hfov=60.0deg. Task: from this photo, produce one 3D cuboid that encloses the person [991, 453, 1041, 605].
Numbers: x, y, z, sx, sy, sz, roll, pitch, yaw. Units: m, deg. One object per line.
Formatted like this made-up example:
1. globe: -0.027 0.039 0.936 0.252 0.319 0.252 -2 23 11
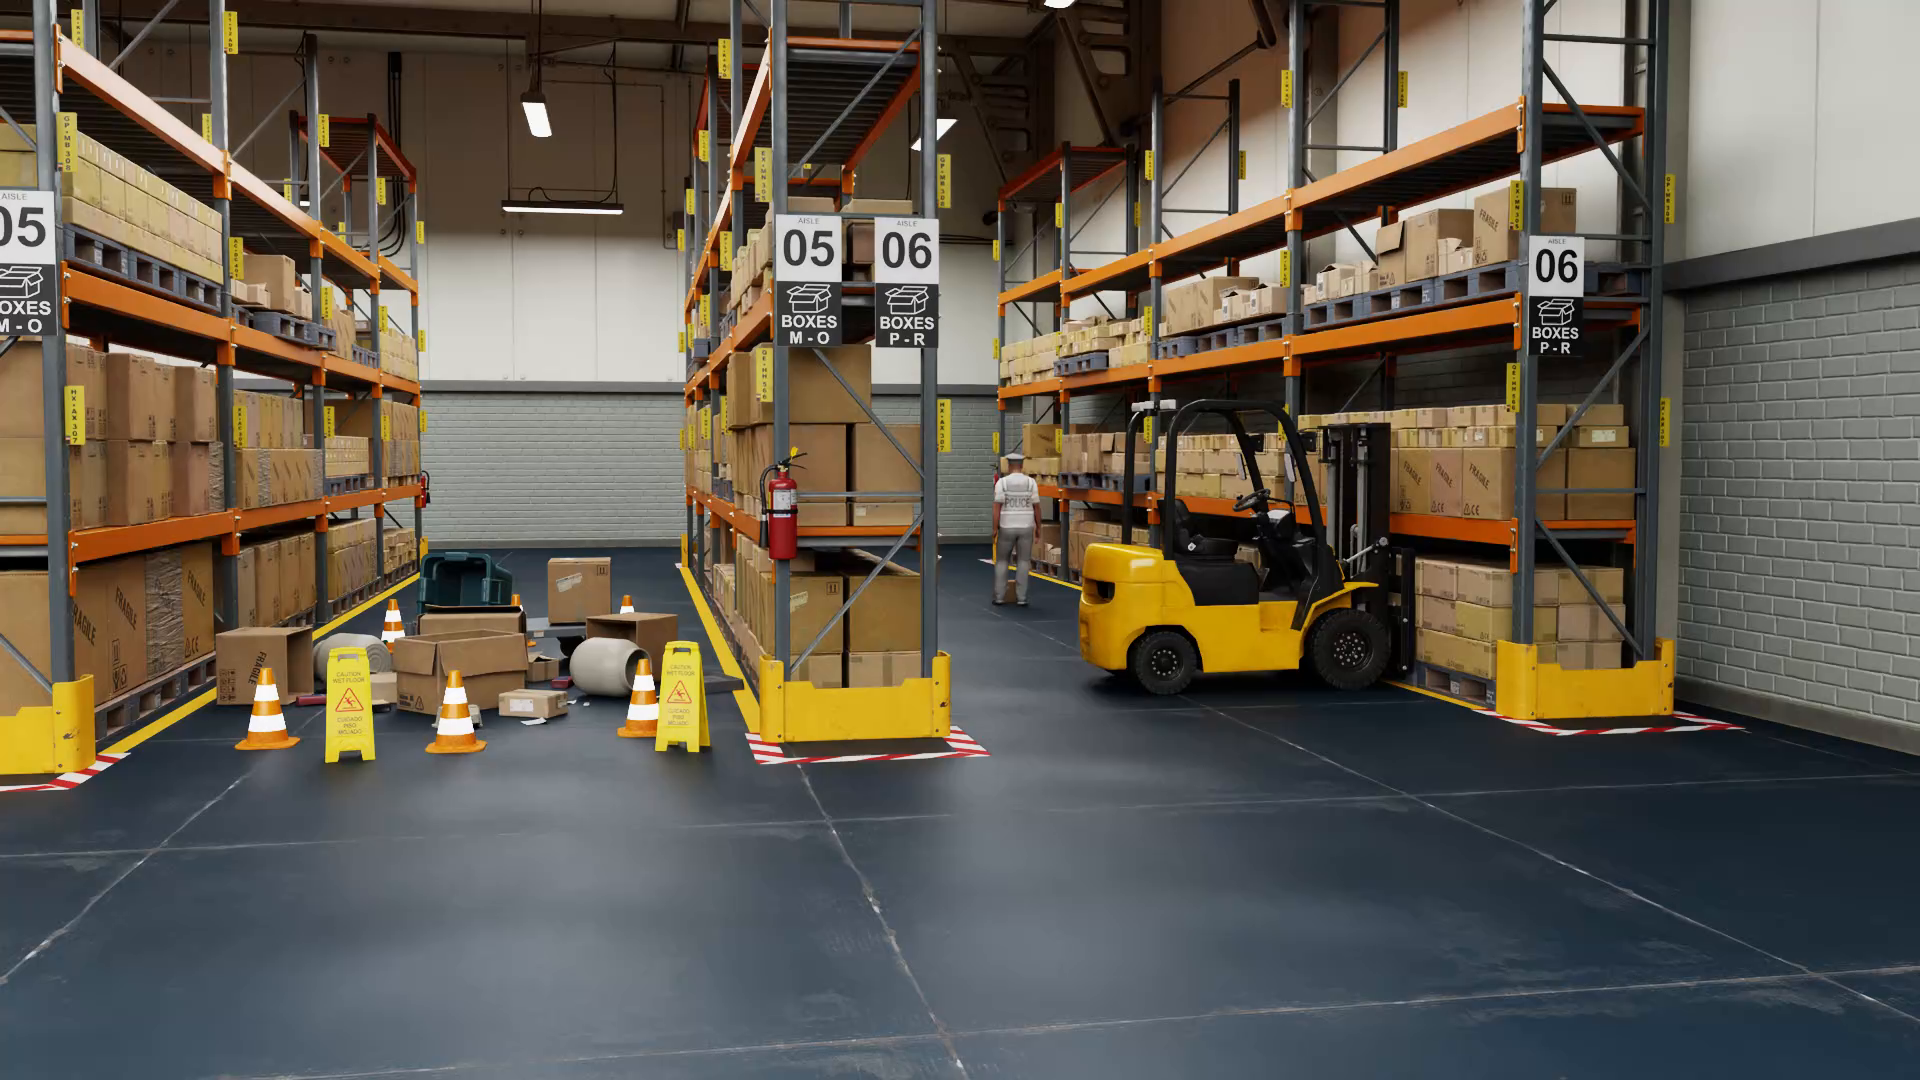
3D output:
1. person: 0.642 -0.113 19.312 0.581 1.784 0.534 0 3 -6
